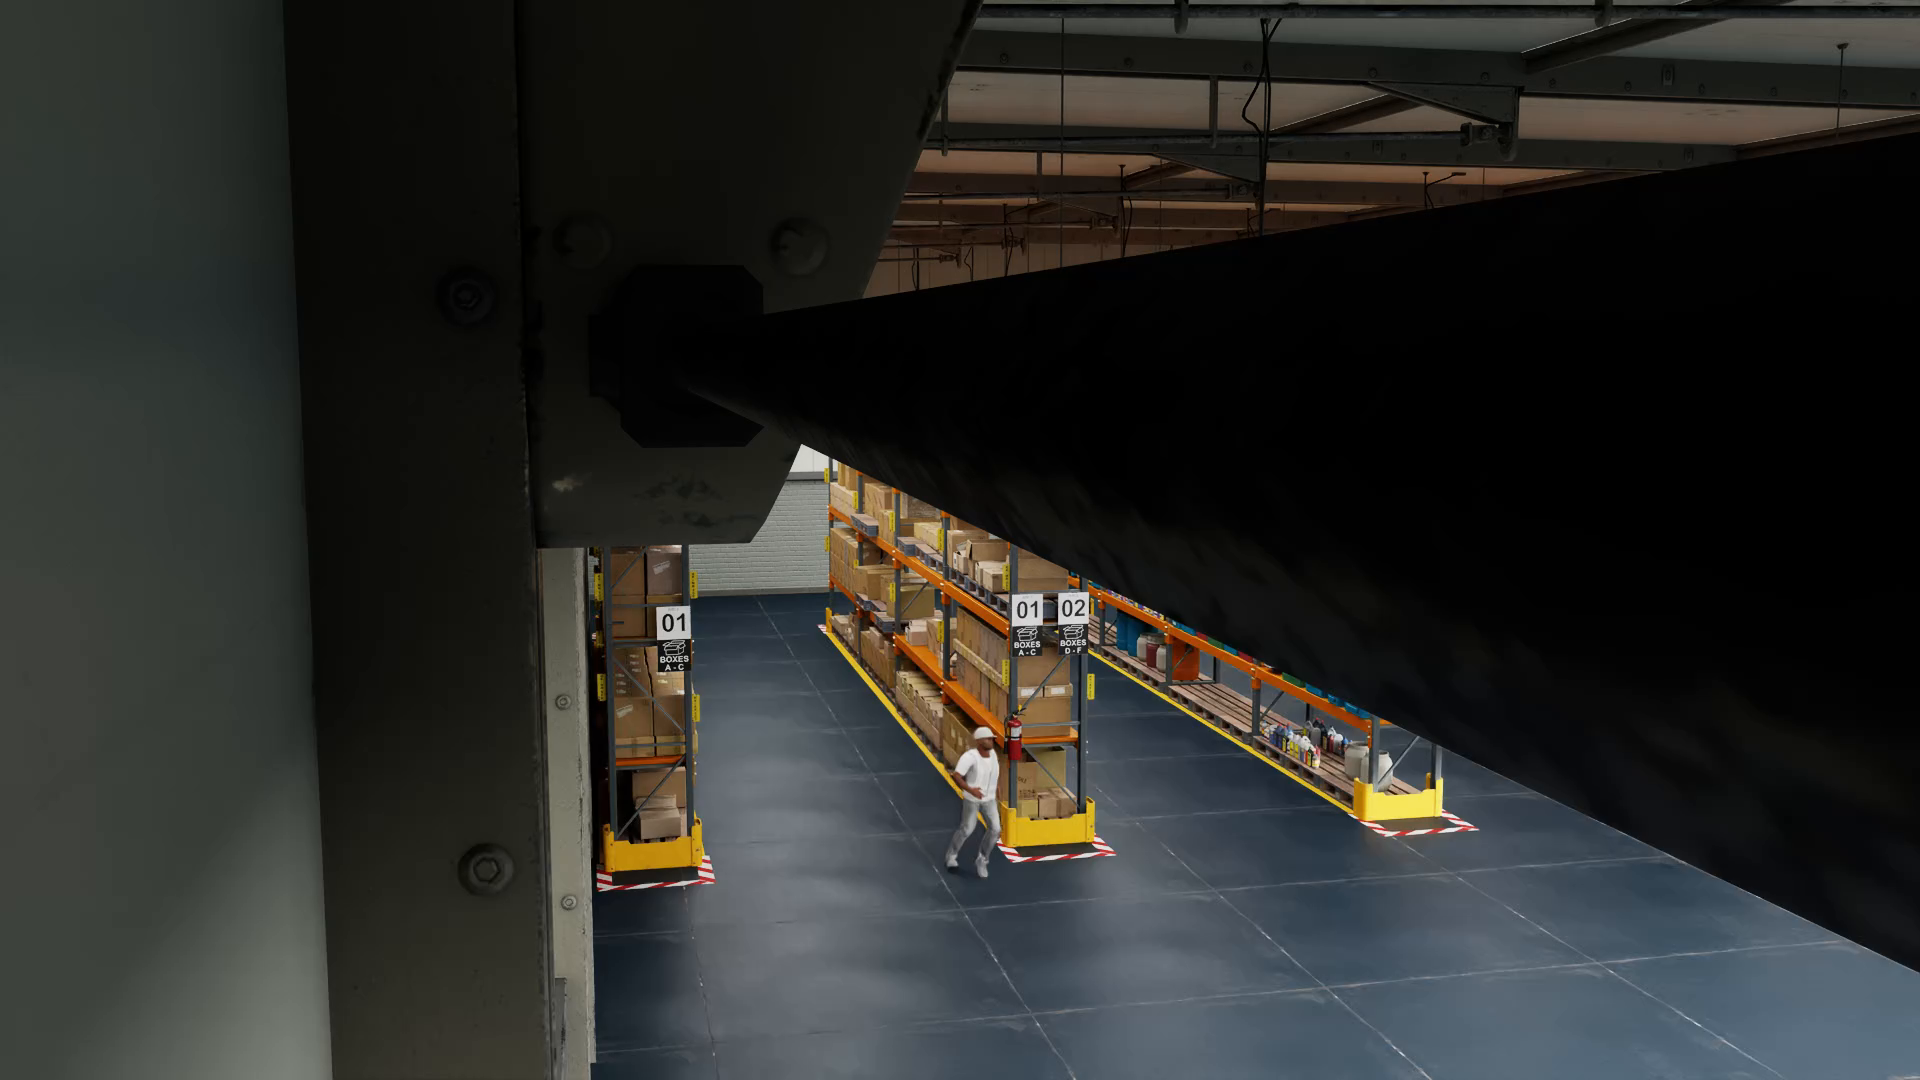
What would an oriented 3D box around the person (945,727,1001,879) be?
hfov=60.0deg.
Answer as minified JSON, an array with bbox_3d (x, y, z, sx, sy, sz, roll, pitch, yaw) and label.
[{"bbox_3d":[0.240,3.120,19.933,0.763,1.782,0.682,-5,8,-35],"label":"person"}]
